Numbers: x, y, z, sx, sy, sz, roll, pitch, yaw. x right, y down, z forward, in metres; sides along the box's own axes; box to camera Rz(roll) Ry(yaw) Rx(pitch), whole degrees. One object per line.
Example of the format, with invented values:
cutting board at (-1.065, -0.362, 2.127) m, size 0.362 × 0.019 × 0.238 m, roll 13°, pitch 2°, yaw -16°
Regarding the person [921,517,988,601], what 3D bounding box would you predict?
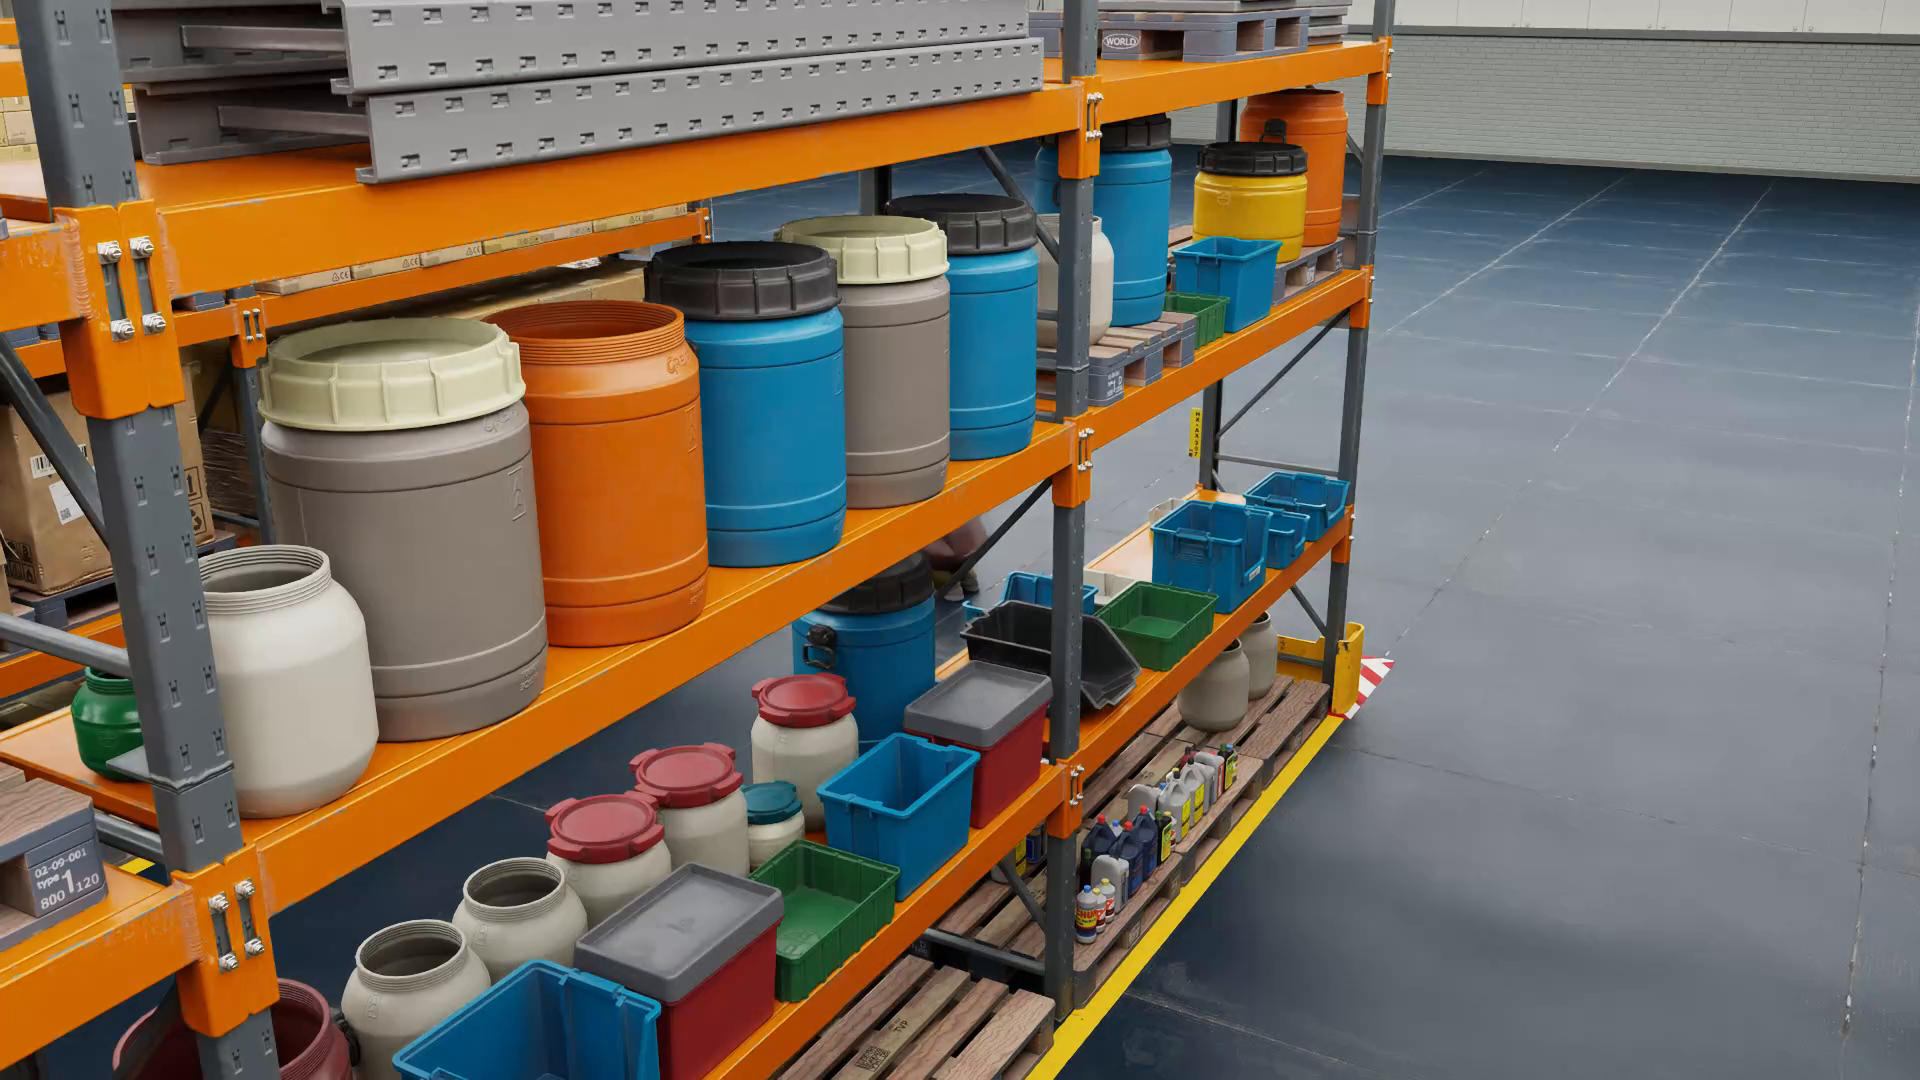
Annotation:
person at (-0.223, 0.002, 12.584) m, size 0.909 × 0.855 × 0.595 m, roll 10°, pitch 22°, yaw 28°
